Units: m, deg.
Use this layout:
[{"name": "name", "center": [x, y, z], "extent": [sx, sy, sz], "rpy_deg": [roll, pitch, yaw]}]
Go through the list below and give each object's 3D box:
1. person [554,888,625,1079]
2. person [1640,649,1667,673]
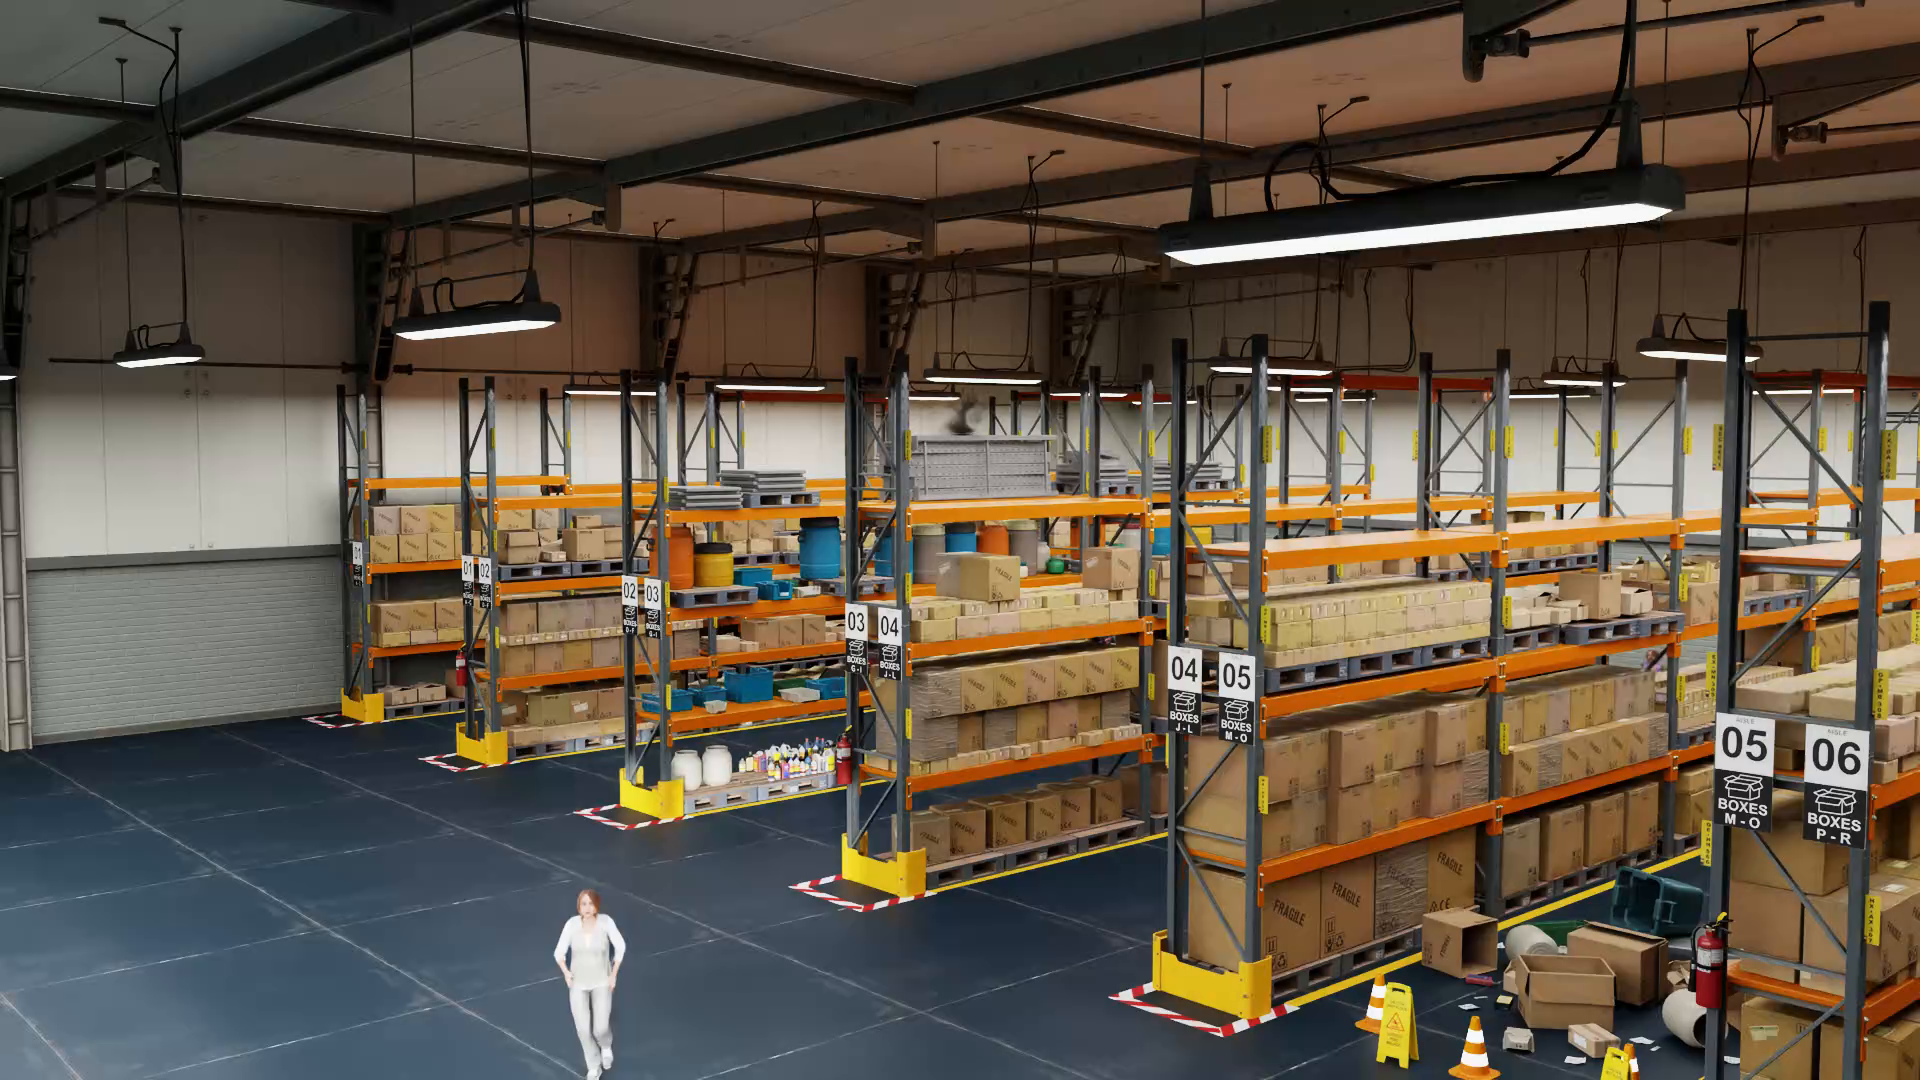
[{"name": "person", "center": [-2.928, 3.523, 13.128], "extent": [0.543, 1.567, 0.530], "rpy_deg": [0, 4, -5]}, {"name": "person", "center": [11.502, 2.584, 27.621], "extent": [0.552, 1.551, 0.560], "rpy_deg": [2, 4, 28]}]
